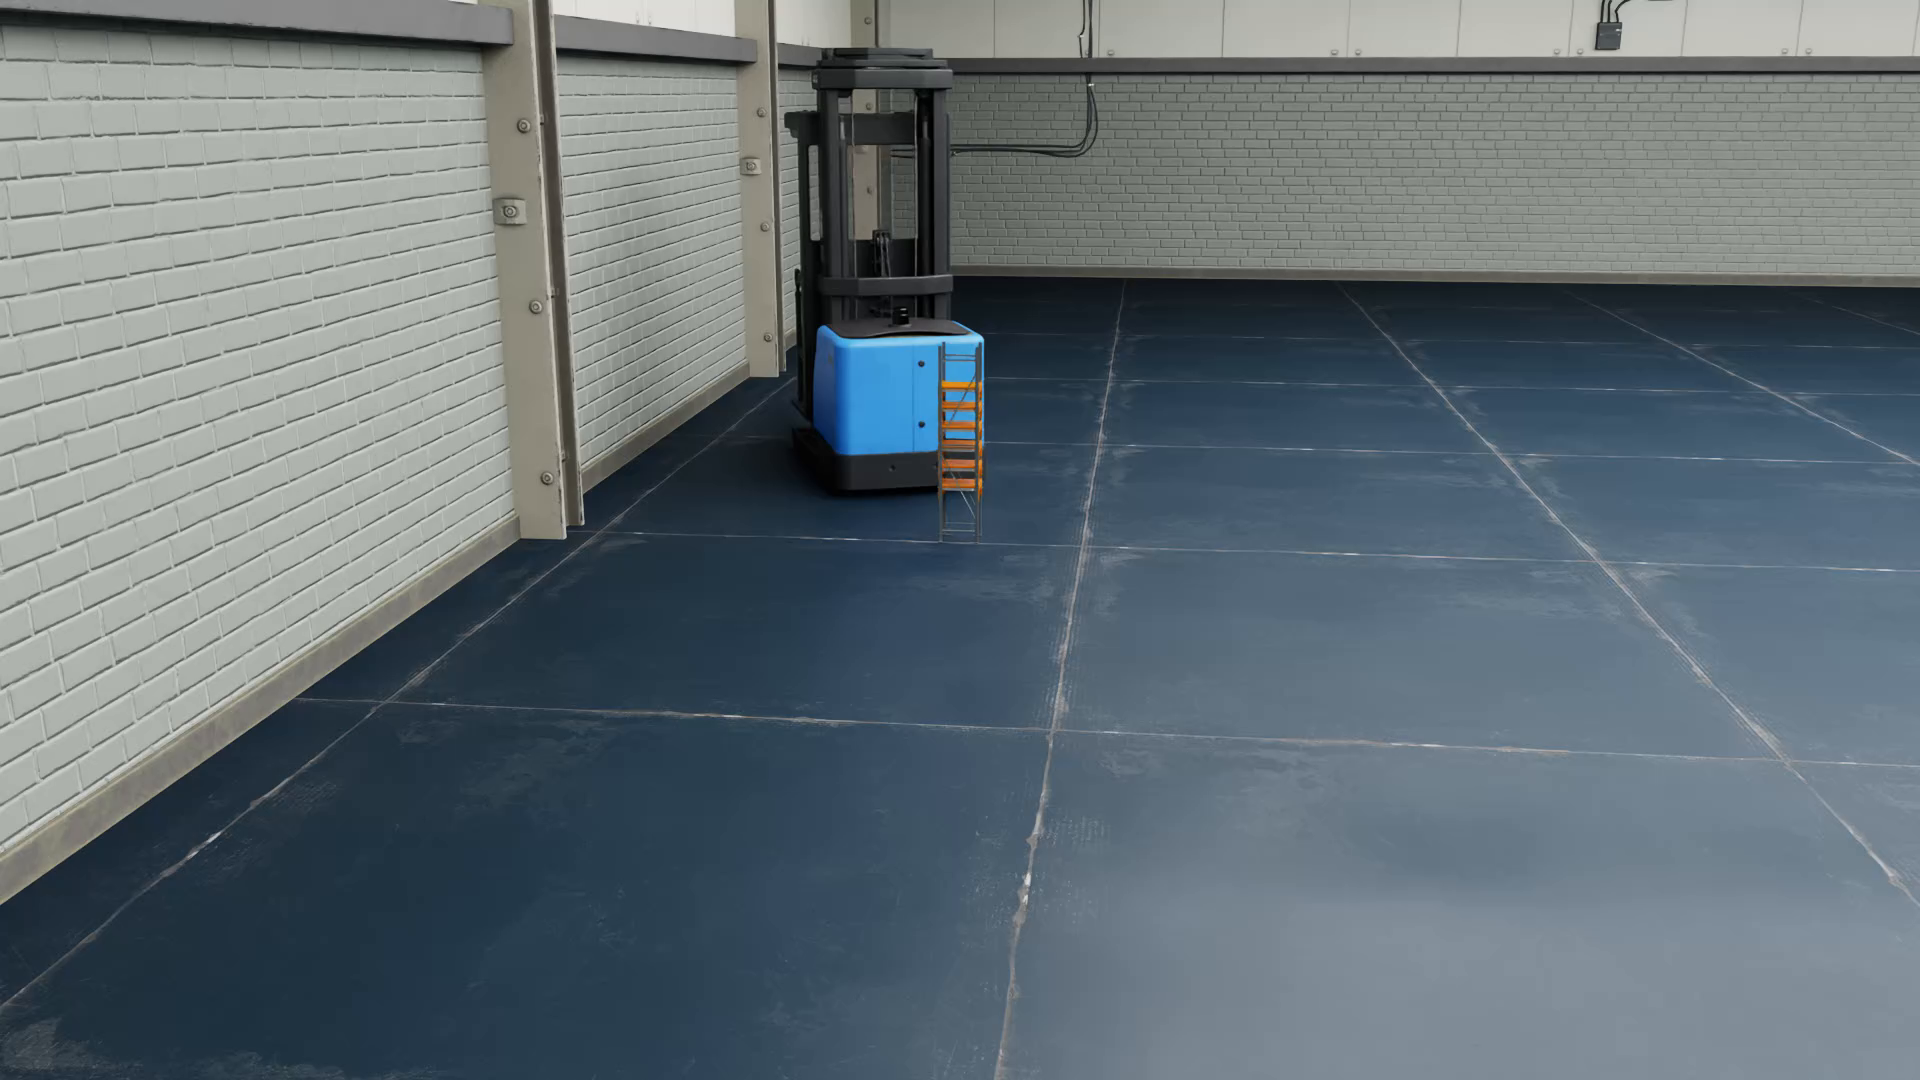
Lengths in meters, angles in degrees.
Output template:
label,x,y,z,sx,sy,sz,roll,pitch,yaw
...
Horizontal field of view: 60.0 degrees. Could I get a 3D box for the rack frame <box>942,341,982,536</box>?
label,x,y,z,sx,sy,sz,roll,pitch,yaw
rack frame,0.012,-0.607,10.107,0.240,1.200,0.006,2,15,6

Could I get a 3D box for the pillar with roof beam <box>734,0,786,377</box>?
label,x,y,z,sx,sy,sz,roll,pitch,yaw
pillar with roof beam,2.398,-5.833,14.493,9.100,9.000,0.400,2,15,6

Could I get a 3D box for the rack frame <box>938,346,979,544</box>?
label,x,y,z,sx,sy,sz,roll,pitch,yaw
rack frame,-0.009,-0.559,9.932,0.240,1.200,0.006,2,15,6

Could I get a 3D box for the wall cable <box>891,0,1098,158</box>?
label,x,y,z,sx,sy,sz,roll,pitch,yaw
wall cable,0.444,-6.742,23.804,3.097,2.526,0.112,2,15,6

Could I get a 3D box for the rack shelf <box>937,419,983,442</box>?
label,x,y,z,sx,sy,sz,roll,pitch,yaw
rack shelf,0.002,-0.656,10.000,0.258,0.103,0.180,2,15,6

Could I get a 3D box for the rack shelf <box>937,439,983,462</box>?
label,x,y,z,sx,sy,sz,roll,pitch,yaw
rack shelf,0.002,-0.540,10.031,0.258,0.103,0.180,2,15,6

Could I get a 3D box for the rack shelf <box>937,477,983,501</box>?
label,x,y,z,sx,sy,sz,roll,pitch,yaw
rack shelf,0.002,-0.308,10.094,0.258,0.103,0.180,2,15,6

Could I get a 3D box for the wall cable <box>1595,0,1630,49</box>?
label,x,y,z,sx,sy,sz,roll,pitch,yaw
wall cable,9.875,-9.599,21.905,2.305,6.003,0.169,2,15,6

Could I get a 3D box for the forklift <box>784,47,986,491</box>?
label,x,y,z,sx,sy,sz,roll,pitch,yaw
forklift,-0.669,-2.086,12.260,1.130,2.935,3.031,-4,16,-13

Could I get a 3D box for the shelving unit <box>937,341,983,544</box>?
label,x,y,z,sx,sy,sz,roll,pitch,yaw
shelving unit,0.002,-0.583,10.019,0.258,1.200,0.189,2,15,6

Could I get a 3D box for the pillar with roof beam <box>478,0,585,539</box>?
label,x,y,z,sx,sy,sz,roll,pitch,yaw
pillar with roof beam,1.721,-4.277,8.738,9.100,9.000,0.400,2,15,6

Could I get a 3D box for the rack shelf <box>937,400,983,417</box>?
label,x,y,z,sx,sy,sz,roll,pitch,yaw
rack shelf,0.002,-0.772,9.968,0.258,0.103,0.180,2,15,6

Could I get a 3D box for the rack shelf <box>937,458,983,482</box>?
label,x,y,z,sx,sy,sz,roll,pitch,yaw
rack shelf,0.002,-0.424,10.062,0.258,0.103,0.180,2,15,6

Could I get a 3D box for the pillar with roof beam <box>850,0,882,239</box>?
label,x,y,z,sx,sy,sz,roll,pitch,yaw
pillar with roof beam,3.075,-7.389,20.248,9.100,9.000,0.400,2,15,6

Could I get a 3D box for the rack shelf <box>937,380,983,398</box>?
label,x,y,z,sx,sy,sz,roll,pitch,yaw
rack shelf,0.002,-0.888,9.937,0.258,0.103,0.180,2,15,6
